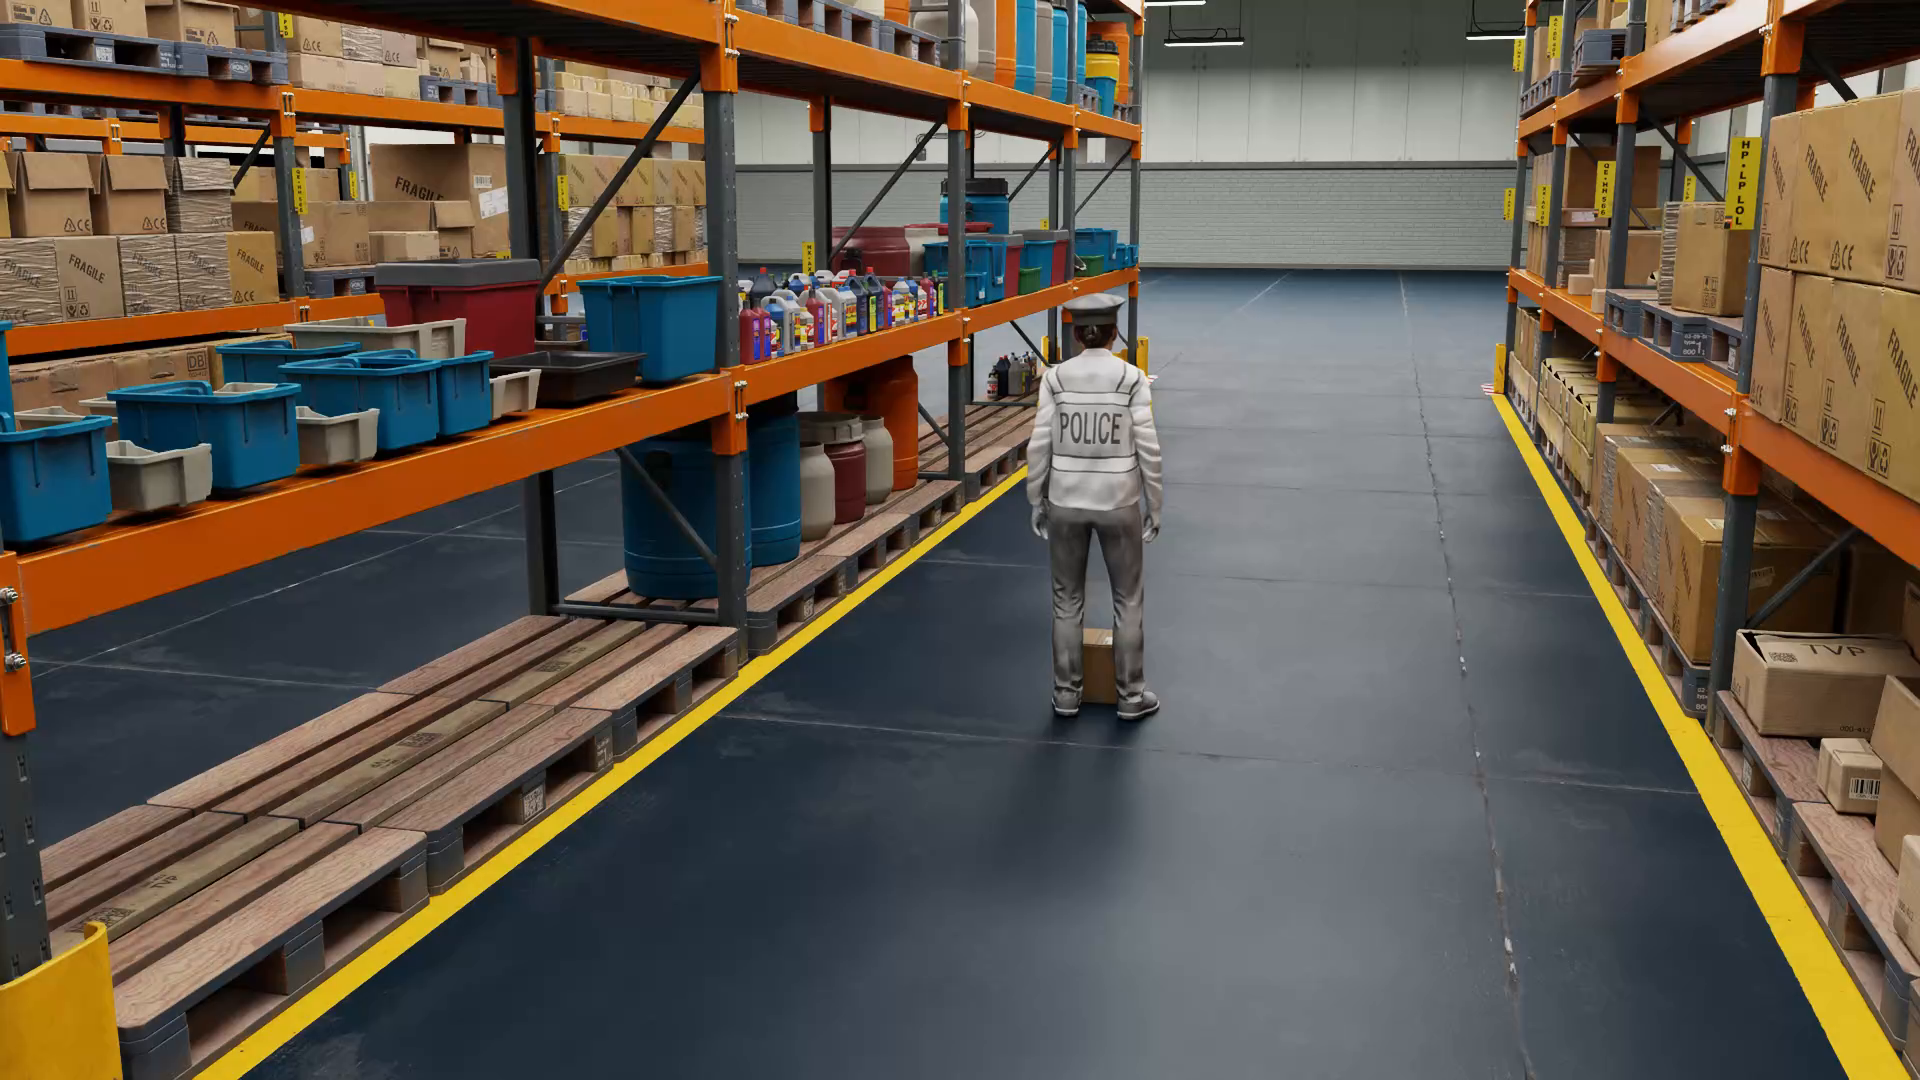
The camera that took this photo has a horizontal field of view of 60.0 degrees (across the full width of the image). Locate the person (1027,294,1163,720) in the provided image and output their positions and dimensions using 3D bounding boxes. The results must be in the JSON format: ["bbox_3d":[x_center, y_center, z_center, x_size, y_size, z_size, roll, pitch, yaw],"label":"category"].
[{"bbox_3d":[0.530,-0.123,6.541,0.536,1.663,0.378,3,12,13],"label":"person"}]
